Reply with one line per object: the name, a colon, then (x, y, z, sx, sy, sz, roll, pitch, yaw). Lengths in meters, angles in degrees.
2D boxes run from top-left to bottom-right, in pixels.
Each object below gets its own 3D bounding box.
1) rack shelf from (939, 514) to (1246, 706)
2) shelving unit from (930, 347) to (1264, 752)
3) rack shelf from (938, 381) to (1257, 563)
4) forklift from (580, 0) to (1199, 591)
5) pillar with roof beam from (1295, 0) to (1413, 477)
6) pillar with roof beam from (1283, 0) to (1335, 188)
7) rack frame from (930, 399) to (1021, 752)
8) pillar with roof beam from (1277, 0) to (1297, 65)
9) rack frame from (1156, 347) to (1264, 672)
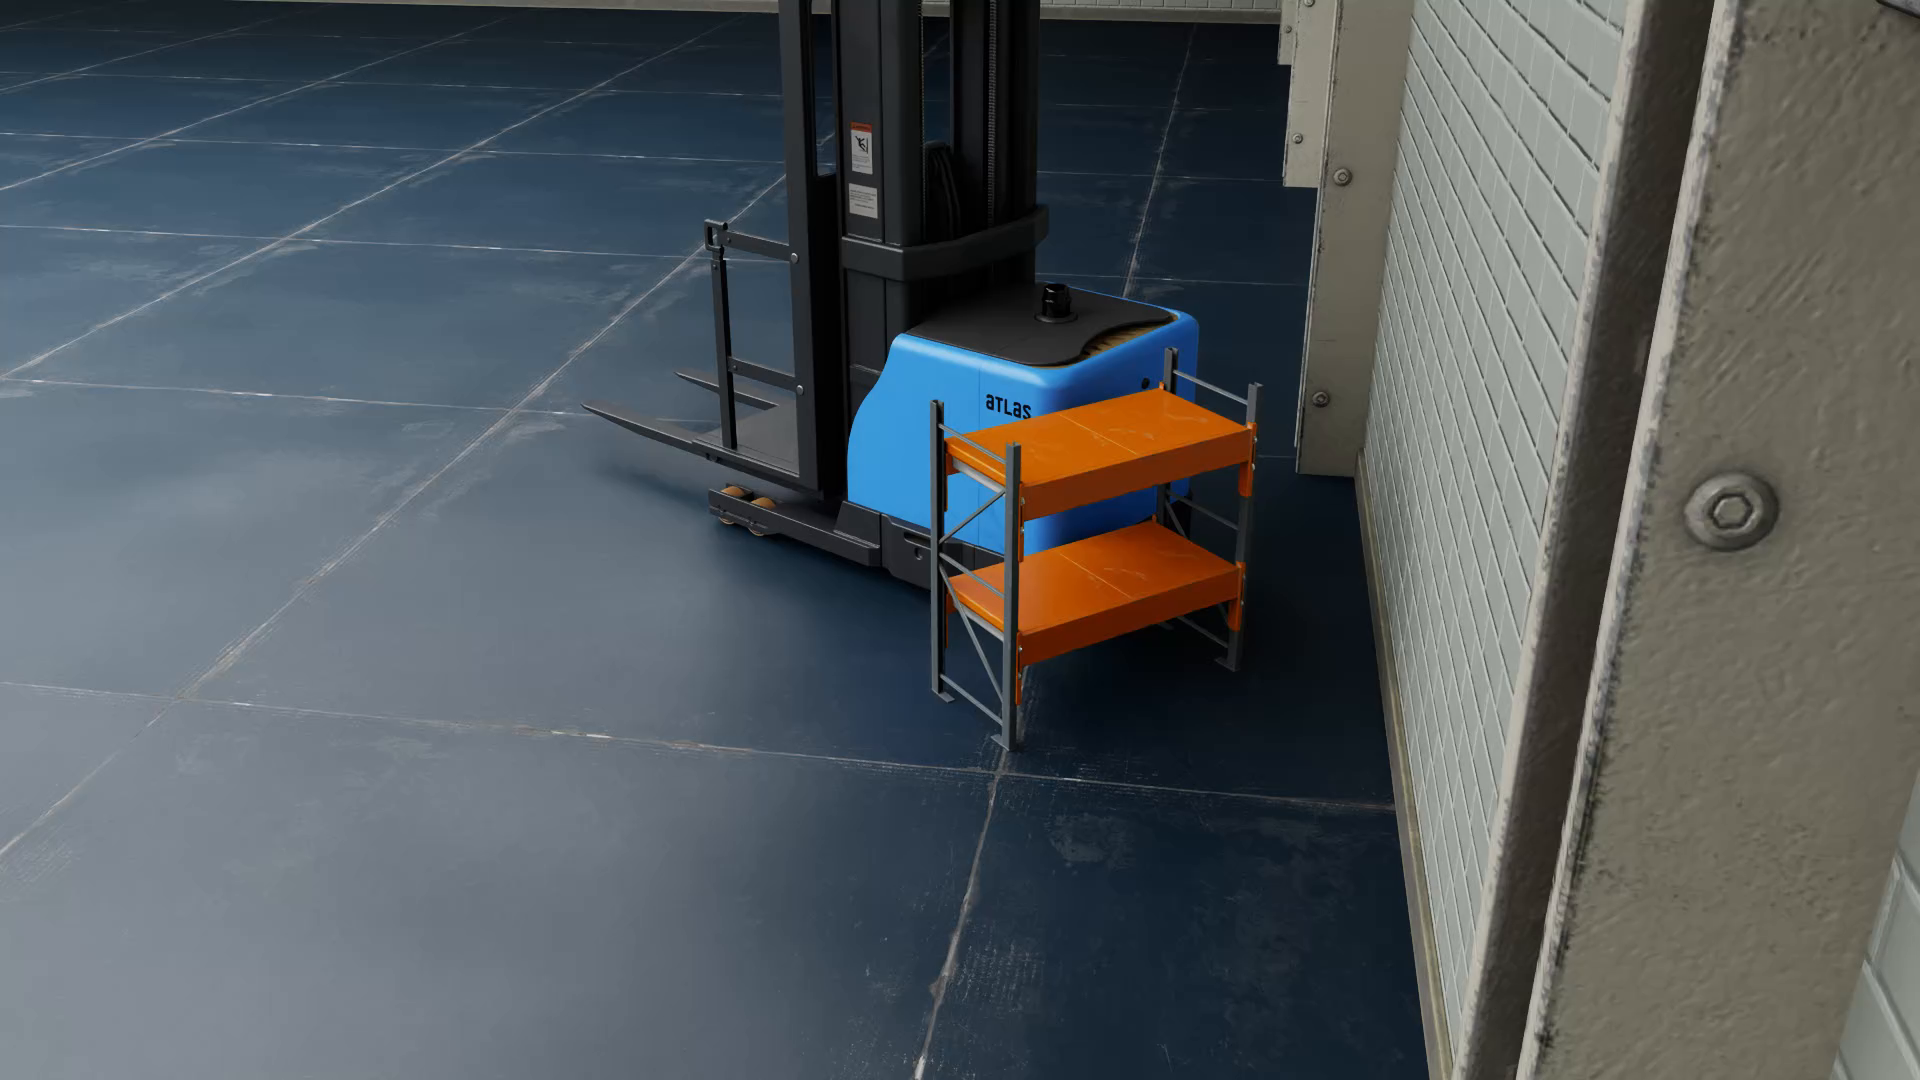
rack shelf: (0.473, 0.230, 6.009, 1.000, 0.278, 0.538, -15, 29, -29)
shelving unit: (0.473, 0.008, 5.905, 1.048, 1.125, 0.538, -15, 29, -29)
rack shelf: (0.473, -0.257, 5.781, 1.000, 0.278, 0.538, -15, 29, -29)
forklift: (-0.486, -1.497, 6.992, 3.031, 2.935, 1.130, 19, 31, 35)
pillar with roof beam: (-2.460, -4.764, 6.814, 9.100, 9.000, 0.400, 4, 25, 9)
pillar with roof beam: (-1.479, -7.274, 12.175, 9.100, 9.000, 0.400, 4, 25, 9)
rack frame: (0.045, 0.125, 5.656, 0.032, 1.125, 0.500, -15, 29, -29)
pillar with roof beam: (-0.499, -9.783, 17.536, 9.100, 9.000, 0.400, 4, 25, 9)
rack frame: (0.900, -0.109, 6.155, 0.032, 1.125, 0.500, -15, 29, -29)
